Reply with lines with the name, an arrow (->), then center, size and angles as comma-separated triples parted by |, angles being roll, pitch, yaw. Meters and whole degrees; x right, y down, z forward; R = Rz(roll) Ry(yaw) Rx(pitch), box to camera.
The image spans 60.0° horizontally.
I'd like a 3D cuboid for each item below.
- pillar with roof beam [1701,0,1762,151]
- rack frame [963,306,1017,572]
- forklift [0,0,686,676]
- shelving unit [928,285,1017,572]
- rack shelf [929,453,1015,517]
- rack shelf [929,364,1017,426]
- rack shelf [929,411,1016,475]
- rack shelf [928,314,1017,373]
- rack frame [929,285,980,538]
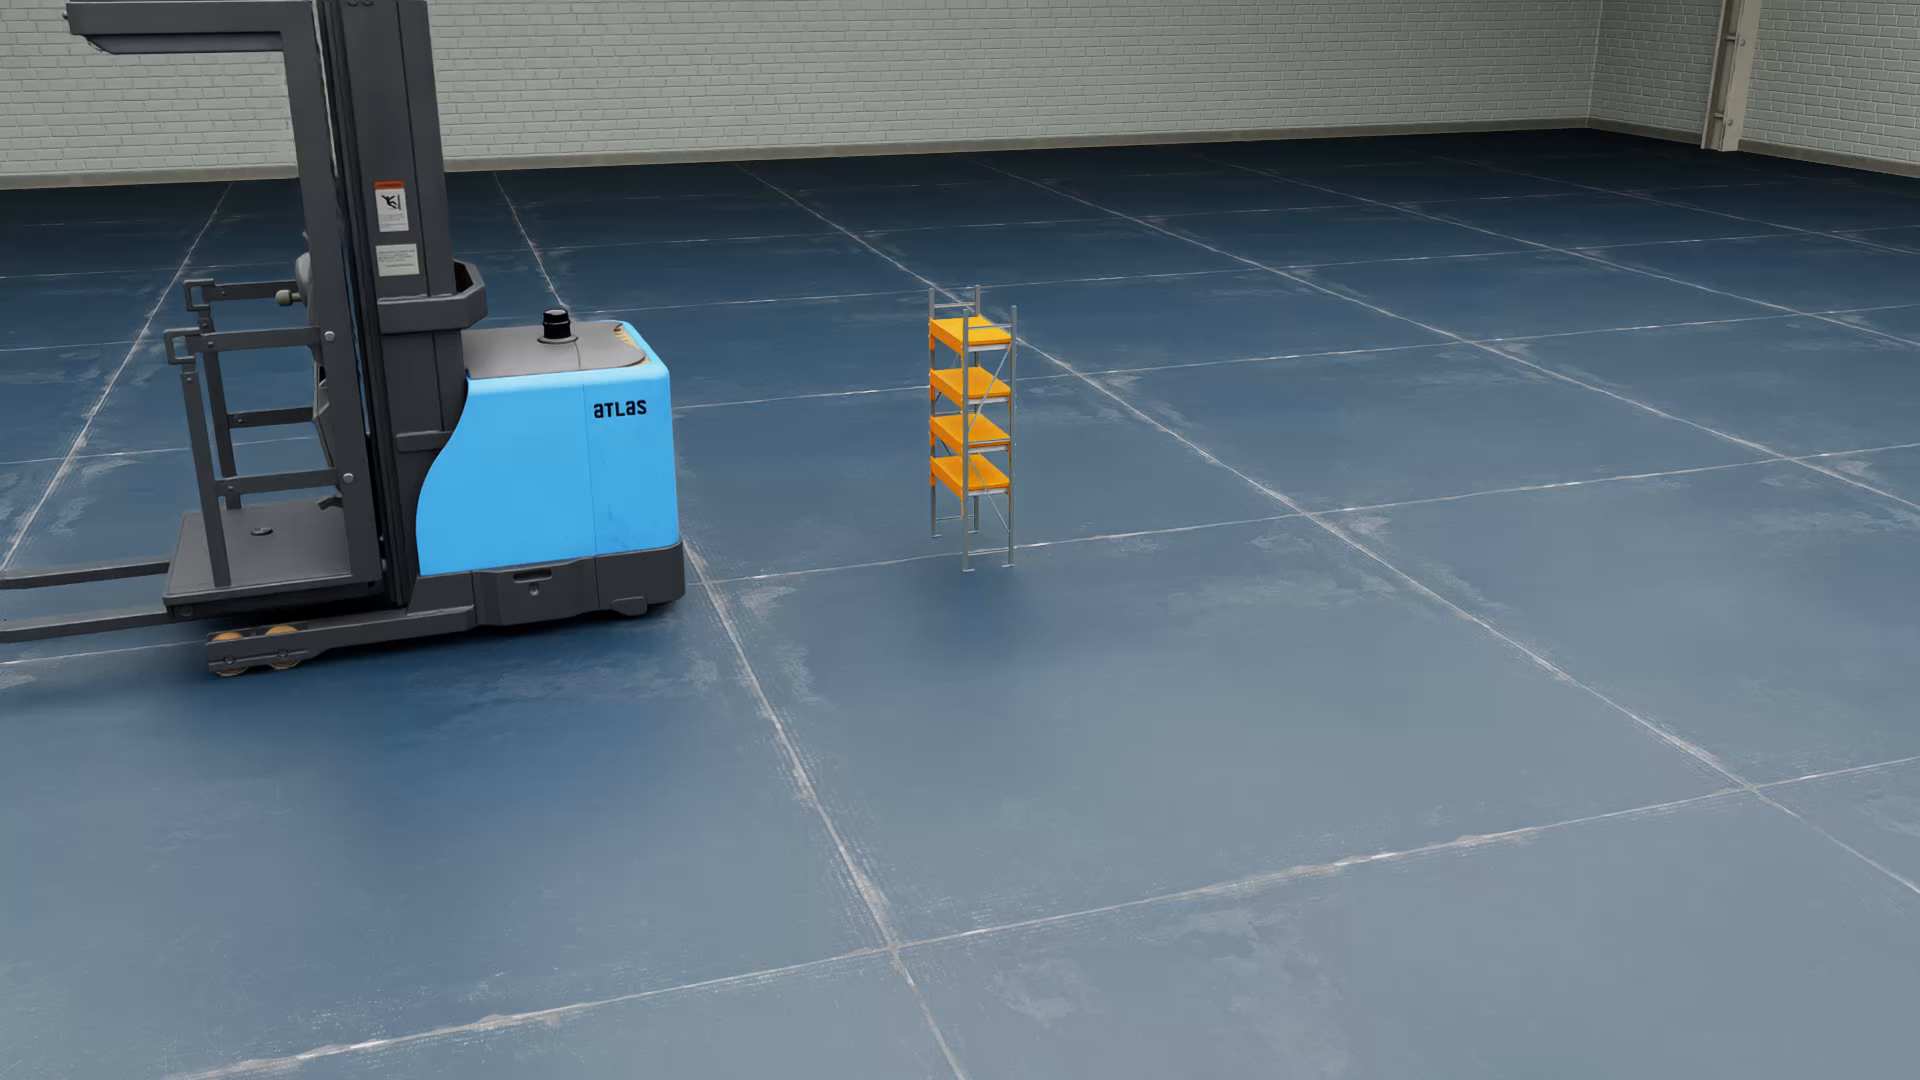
pillar with roof beam -> 6.372, -9.157, 20.099 | 9.100, 9.000, 0.400 | -6, 21, -17
rack frame -> 0.129, -0.433, 7.348 | 0.240, 1.200, 0.015 | -6, 21, -17
forklift -> -2.741, -1.053, 6.513 | 3.031, 2.935, 1.130 | -7, 21, -19
shelving unit -> 0.052, -0.512, 7.566 | 0.258, 1.200, 0.503 | -6, 21, -17
rack shelf -> 0.052, -0.261, 7.656 | 0.258, 0.148, 0.480 | -6, 21, -17
rack shelf -> 0.052, -0.659, 7.513 | 0.258, 0.148, 0.480 | -6, 21, -17
rack shelf -> 0.052, -0.448, 7.589 | 0.258, 0.148, 0.480 | -6, 21, -17
rack shelf -> 0.052, -0.881, 7.433 | 0.258, 0.148, 0.480 | -6, 21, -17
rack frame -> -0.025, -0.590, 7.784 | 0.240, 1.200, 0.015 | -6, 21, -17
